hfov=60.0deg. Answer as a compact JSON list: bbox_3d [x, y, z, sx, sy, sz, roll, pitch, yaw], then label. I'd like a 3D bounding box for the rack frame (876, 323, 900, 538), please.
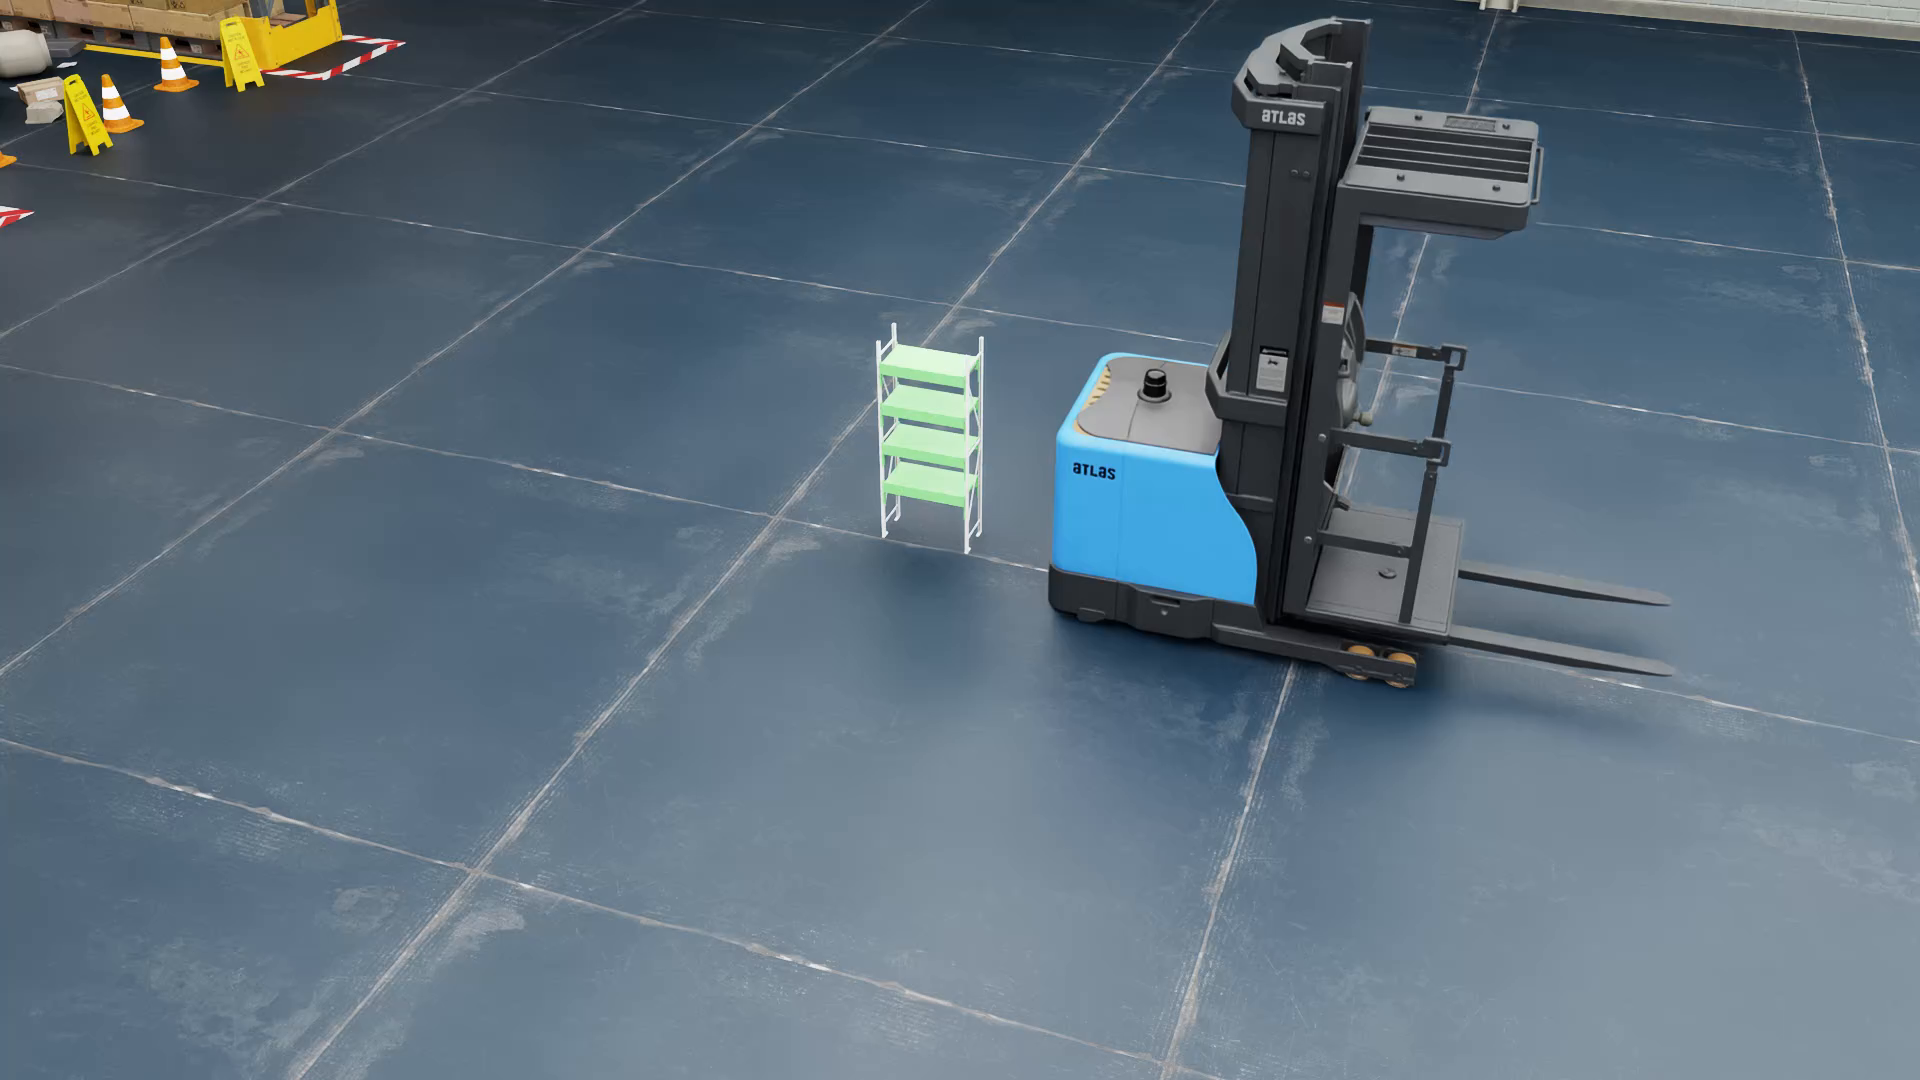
[{"bbox_3d":[-0.386,-0.579,9.009,0.015,1.200,0.240,11,34,16],"label":"rack frame"}]

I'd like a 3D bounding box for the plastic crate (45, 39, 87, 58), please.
[{"bbox_3d":[-9.246,-4.999,16.888,0.583,0.080,0.402,0,33,0],"label":"plastic crate"}]

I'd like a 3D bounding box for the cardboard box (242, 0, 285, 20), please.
[{"bbox_3d":[-7.348,-5.510,17.135,0.500,0.250,0.500,11,34,16],"label":"cardboard box"}]

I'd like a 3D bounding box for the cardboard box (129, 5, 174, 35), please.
[{"bbox_3d":[-8.019,-5.331,16.857,0.500,0.250,0.500,11,34,17],"label":"cardboard box"}]

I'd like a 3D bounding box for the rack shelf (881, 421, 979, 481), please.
[{"bbox_3d":[-0.156,-0.481,8.974,0.480,0.148,0.258,11,34,16],"label":"rack shelf"}]

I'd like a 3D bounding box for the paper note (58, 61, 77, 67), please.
[{"bbox_3d":[-8.863,-4.723,16.505,0.148,0.019,0.142,0,33,0],"label":"paper note"}]

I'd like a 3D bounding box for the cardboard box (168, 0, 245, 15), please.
[{"bbox_3d":[-7.524,-5.550,16.505,0.500,0.500,0.500,11,35,17],"label":"cardboard box"}]

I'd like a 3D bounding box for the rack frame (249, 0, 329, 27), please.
[{"bbox_3d":[-6.682,-6.200,16.055,0.127,3.000,1.000,11,34,16],"label":"rack frame"}]

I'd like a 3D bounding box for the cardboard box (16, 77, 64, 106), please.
[{"bbox_3d":[-8.597,-4.211,15.602,0.380,0.149,0.250,-25,40,-33],"label":"cardboard box"}]

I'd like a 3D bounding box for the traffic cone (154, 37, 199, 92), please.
[{"bbox_3d":[-7.522,-4.554,15.845,0.334,0.463,0.336,11,34,16],"label":"traffic cone"}]

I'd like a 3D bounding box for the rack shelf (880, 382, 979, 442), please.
[{"bbox_3d":[-0.156,-0.682,8.844,0.480,0.148,0.258,11,34,16],"label":"rack shelf"}]

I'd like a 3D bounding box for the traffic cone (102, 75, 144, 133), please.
[{"bbox_3d":[-7.576,-3.925,14.871,0.334,0.463,0.336,11,34,16],"label":"traffic cone"}]

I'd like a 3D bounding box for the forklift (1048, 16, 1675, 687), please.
[{"bbox_3d":[2.030,-0.838,7.814,3.031,2.935,1.130,10,34,15],"label":"forklift"}]

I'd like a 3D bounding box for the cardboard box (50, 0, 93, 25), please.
[{"bbox_3d":[-8.976,-5.520,17.150,0.500,0.250,0.500,11,34,16],"label":"cardboard box"}]

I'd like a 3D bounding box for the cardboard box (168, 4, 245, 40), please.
[{"bbox_3d":[-7.556,-5.236,16.710,0.500,0.250,0.500,11,34,16],"label":"cardboard box"}]

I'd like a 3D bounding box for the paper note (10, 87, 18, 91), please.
[{"bbox_3d":[-8.992,-4.336,15.917,0.142,0.019,0.148,24,40,32],"label":"paper note"}]

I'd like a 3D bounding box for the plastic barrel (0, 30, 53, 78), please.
[{"bbox_3d":[-9.137,-4.723,16.142,0.512,0.421,0.421,-18,37,-25],"label":"plastic barrel"}]

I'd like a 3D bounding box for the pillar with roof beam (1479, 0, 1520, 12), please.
[{"bbox_3d":[4.482,-7.449,12.459,0.400,9.000,9.100,11,34,16],"label":"pillar with roof beam"}]

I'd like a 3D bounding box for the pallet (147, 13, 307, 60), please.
[{"bbox_3d":[-7.506,-5.209,17.092,1.213,0.211,1.003,11,34,16],"label":"pallet"}]

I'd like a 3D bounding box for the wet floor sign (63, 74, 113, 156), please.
[{"bbox_3d":[-7.562,-3.671,14.308,0.232,0.644,0.267,5,33,8],"label":"wet floor sign"}]

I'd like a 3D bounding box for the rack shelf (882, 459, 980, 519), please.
[{"bbox_3d":[-0.156,-0.279,9.104,0.480,0.148,0.258,11,34,16],"label":"rack shelf"}]

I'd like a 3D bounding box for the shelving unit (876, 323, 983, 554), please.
[{"bbox_3d":[-0.156,-0.534,8.940,0.503,1.200,0.258,11,34,16],"label":"shelving unit"}]

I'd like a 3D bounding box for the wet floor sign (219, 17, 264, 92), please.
[{"bbox_3d":[-6.864,-4.630,15.794,0.232,0.644,0.267,24,40,32],"label":"wet floor sign"}]

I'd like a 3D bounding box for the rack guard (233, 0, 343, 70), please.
[{"bbox_3d":[-6.754,-5.164,16.755,0.348,0.500,1.175,11,34,16],"label":"rack guard"}]

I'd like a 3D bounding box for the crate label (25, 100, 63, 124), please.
[{"bbox_3d":[-8.337,-3.901,15.133,0.298,0.136,0.250,-6,33,-9],"label":"crate label"}]

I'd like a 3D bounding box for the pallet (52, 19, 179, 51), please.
[{"bbox_3d":[-8.651,-5.433,17.439,1.213,0.211,1.003,11,34,16],"label":"pallet"}]

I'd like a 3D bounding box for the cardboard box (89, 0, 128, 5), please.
[{"bbox_3d":[-8.489,-5.739,16.799,0.500,0.500,0.500,10,34,15],"label":"cardboard box"}]

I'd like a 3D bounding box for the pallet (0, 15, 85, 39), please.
[{"bbox_3d":[-9.803,-5.656,17.783,1.213,0.211,1.003,11,34,16],"label":"pallet"}]

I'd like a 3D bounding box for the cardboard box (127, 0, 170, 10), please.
[{"bbox_3d":[-8.017,-5.644,16.650,0.500,0.500,0.500,12,35,18],"label":"cardboard box"}]

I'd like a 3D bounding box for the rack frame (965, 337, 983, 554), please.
[{"bbox_3d":[0.074,-0.490,8.870,0.015,1.200,0.240,11,34,16],"label":"rack frame"}]

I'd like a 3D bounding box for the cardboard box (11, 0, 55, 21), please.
[{"bbox_3d":[-9.477,-5.616,17.298,0.500,0.250,0.500,13,35,19],"label":"cardboard box"}]

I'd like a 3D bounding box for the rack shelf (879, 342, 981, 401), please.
[{"bbox_3d":[-0.156,-0.884,8.714,0.480,0.148,0.258,11,34,16],"label":"rack shelf"}]
